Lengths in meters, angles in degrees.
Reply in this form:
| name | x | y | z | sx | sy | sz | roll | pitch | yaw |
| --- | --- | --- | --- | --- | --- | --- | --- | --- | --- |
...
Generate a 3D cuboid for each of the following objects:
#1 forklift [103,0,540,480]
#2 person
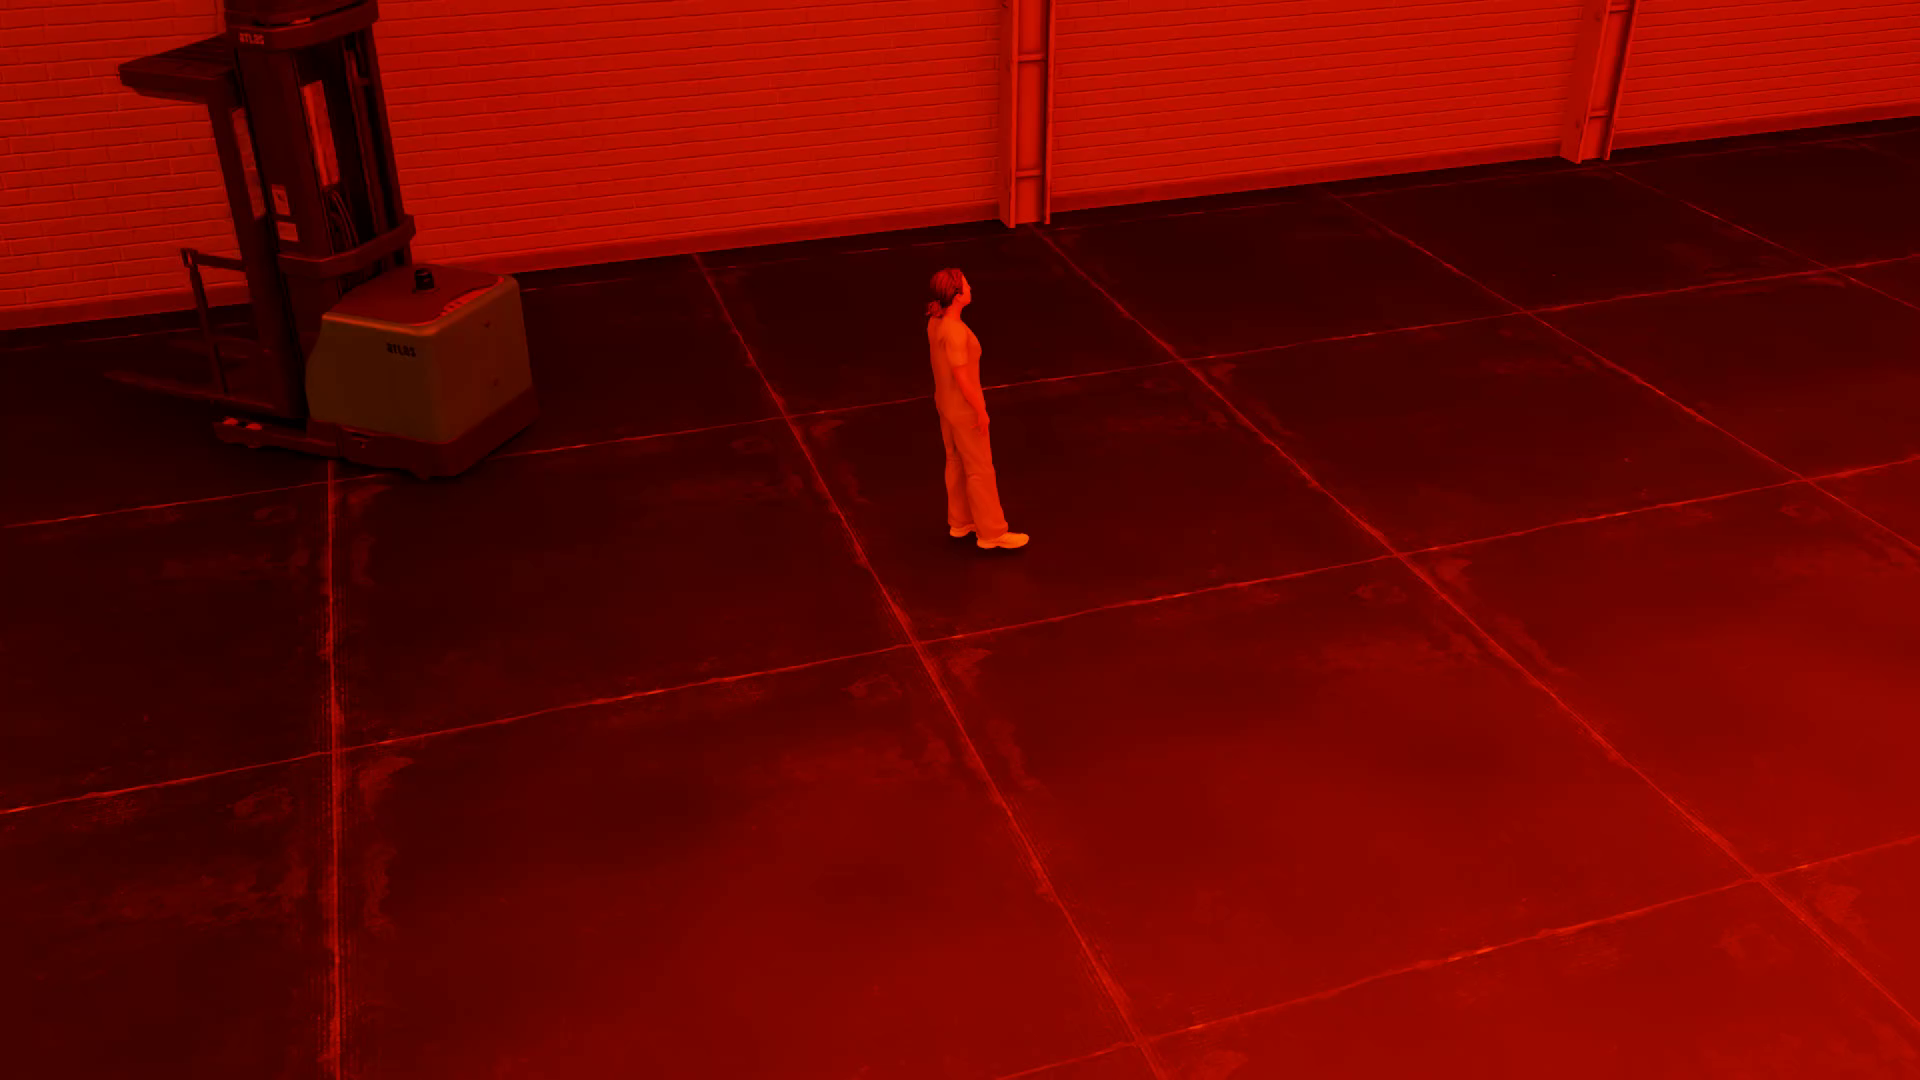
| name | x | y | z | sx | sy | sz | roll | pitch | yaw |
| --- | --- | --- | --- | --- | --- | --- | --- | --- | --- |
| forklift | -4.441 | -2.111 | 10.756 | 3.031 | 2.935 | 1.130 | 11 | 32 | 18 |
| person | 0.073 | -0.773 | 9.594 | 0.549 | 1.675 | 0.550 | -10 | 31 | -16 |
